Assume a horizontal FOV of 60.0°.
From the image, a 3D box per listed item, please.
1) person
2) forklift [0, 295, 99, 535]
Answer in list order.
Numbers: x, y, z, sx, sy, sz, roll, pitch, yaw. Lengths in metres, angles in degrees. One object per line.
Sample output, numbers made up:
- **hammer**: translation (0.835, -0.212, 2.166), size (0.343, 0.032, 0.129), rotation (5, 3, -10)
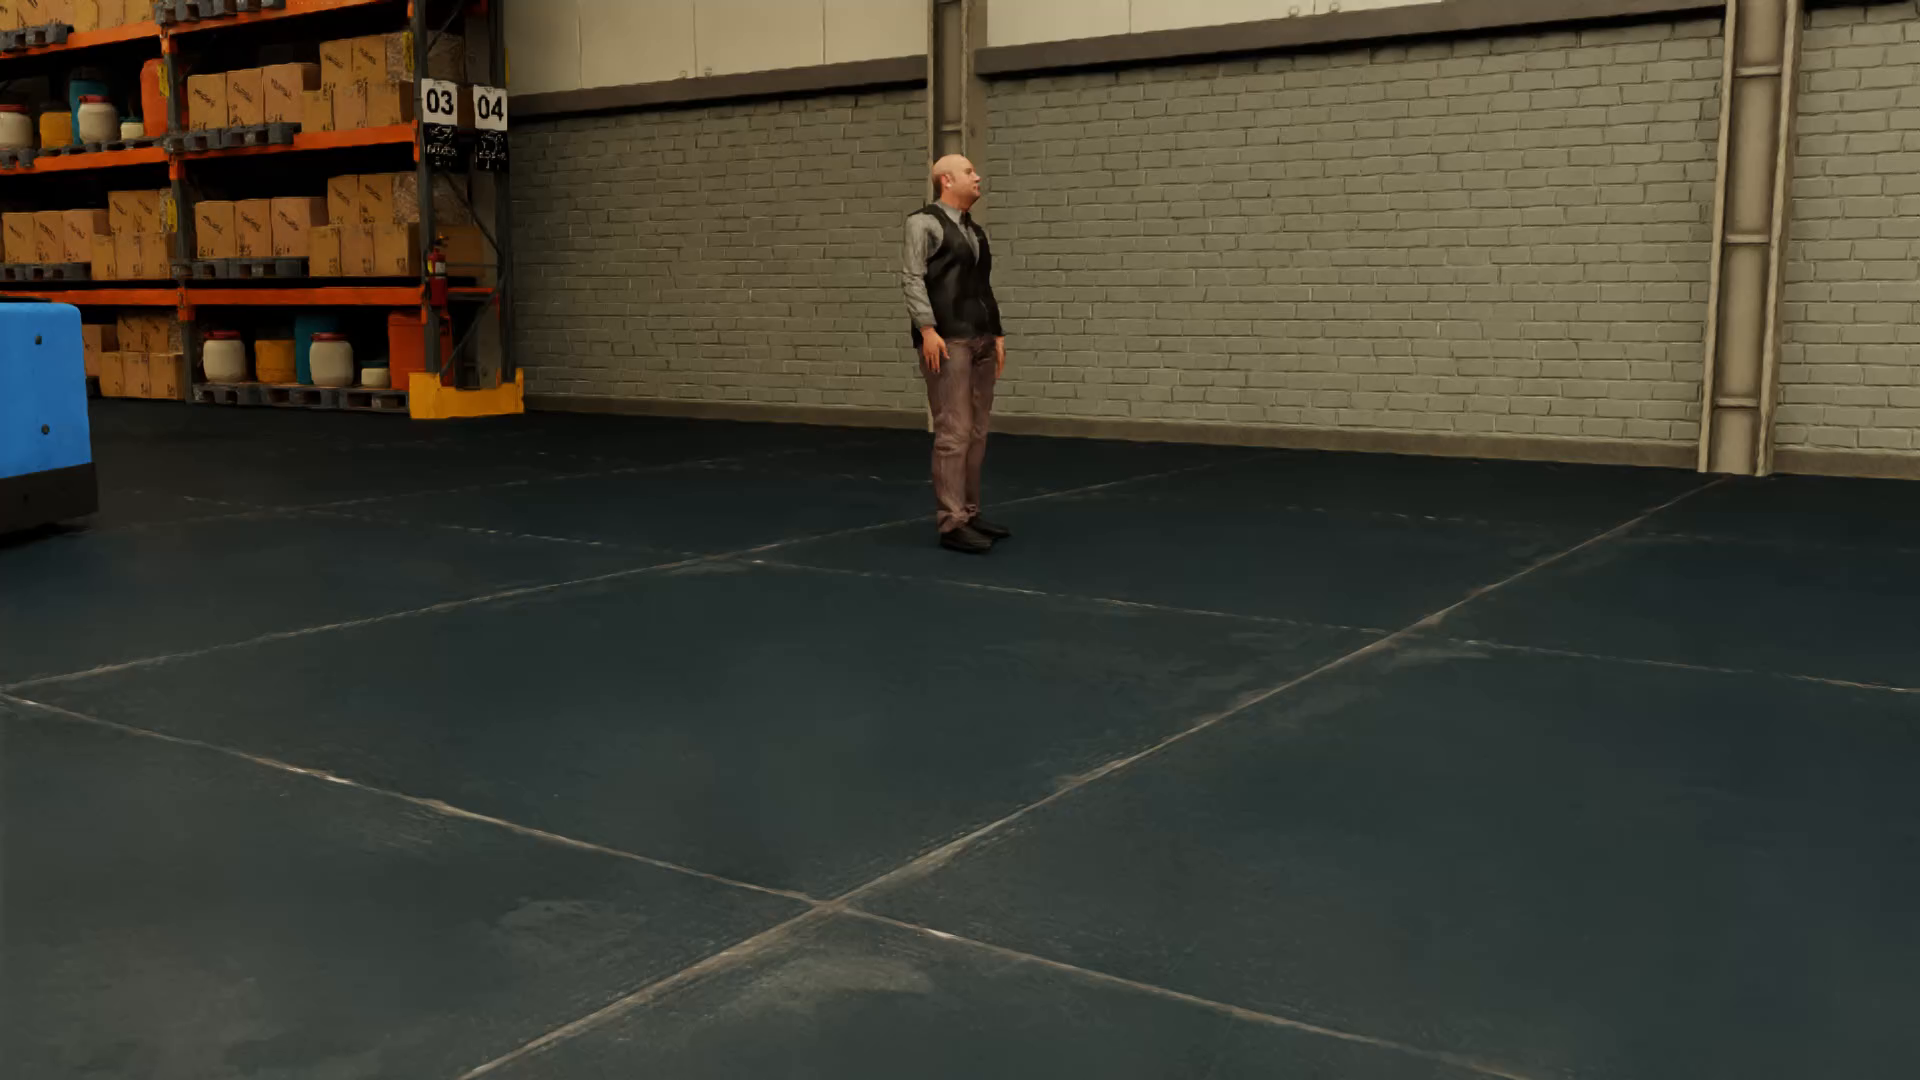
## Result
- **person**: translation (0.047, -0.854, 7.440), size (0.567, 1.720, 0.632), rotation (5, 10, 34)
- **forklift**: translation (-5.693, -1.459, 7.450), size (3.031, 2.935, 1.130), rotation (0, 8, 1)
